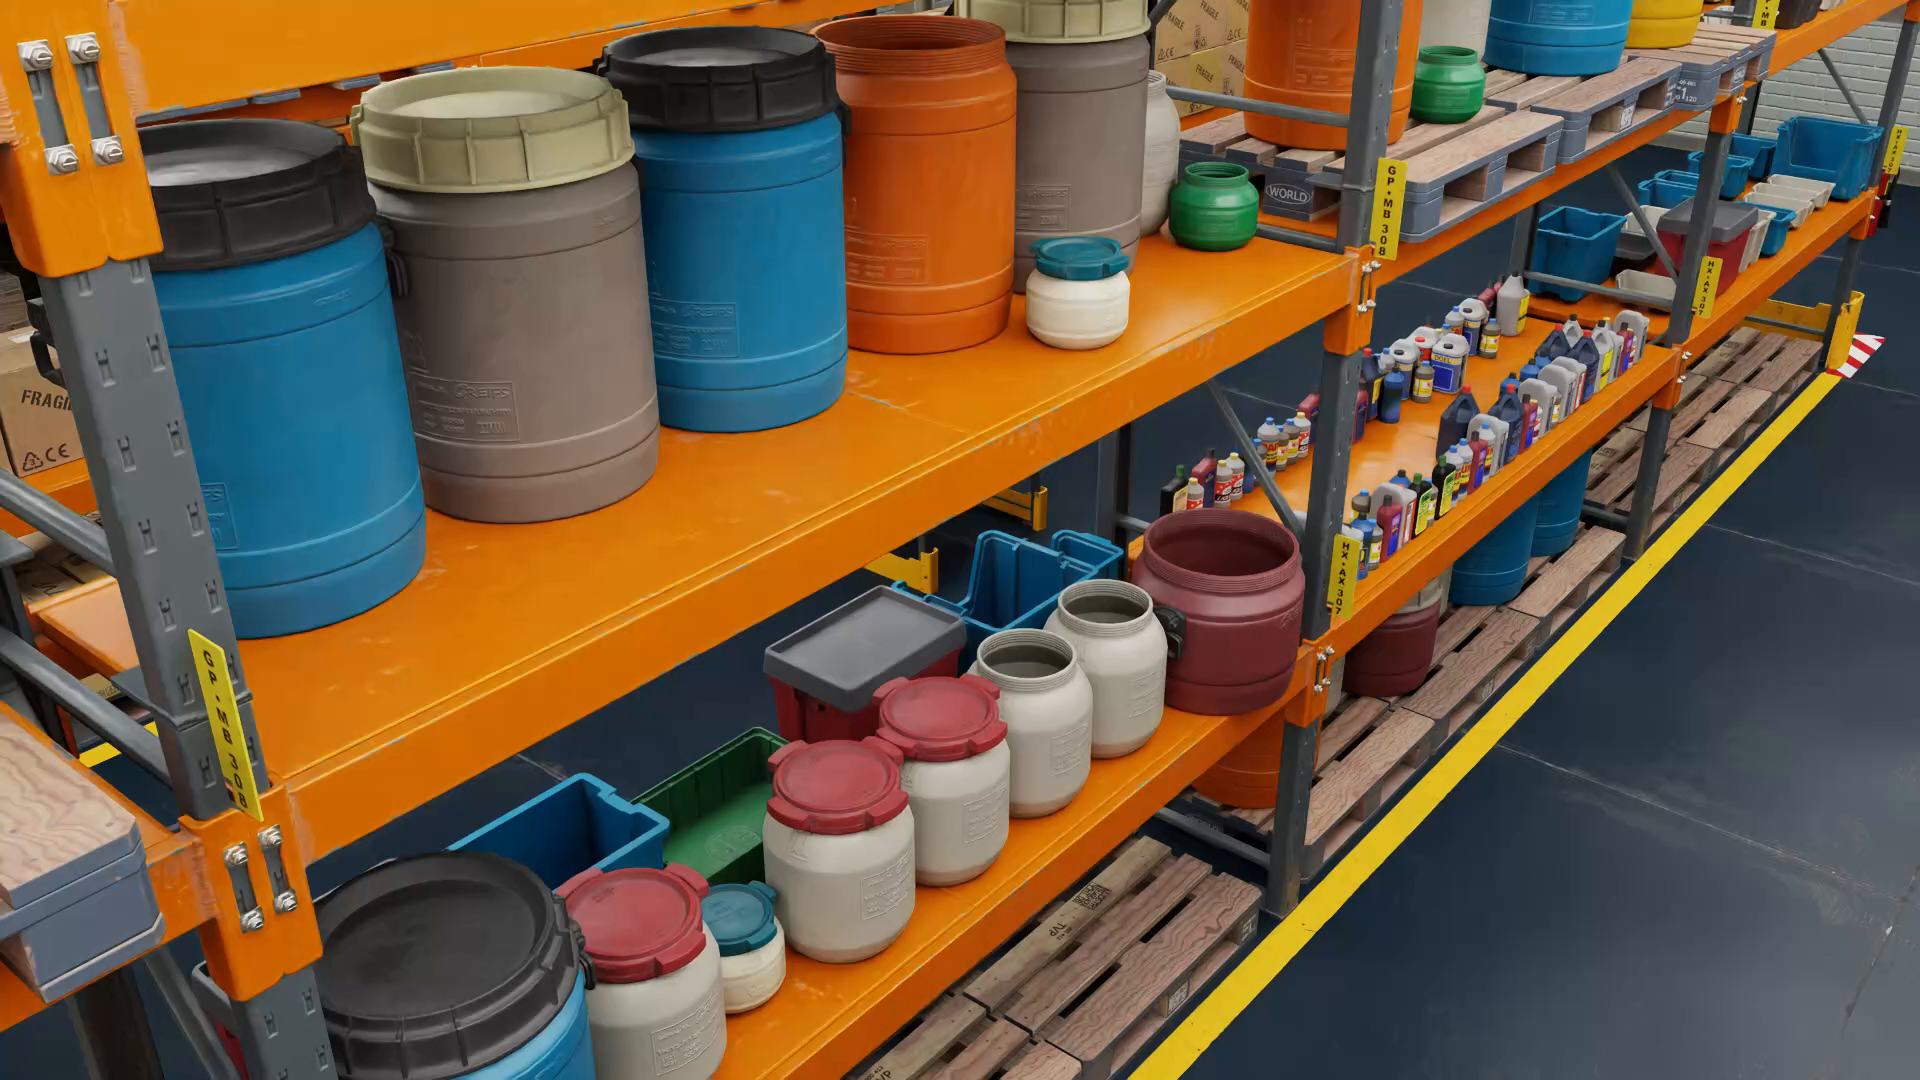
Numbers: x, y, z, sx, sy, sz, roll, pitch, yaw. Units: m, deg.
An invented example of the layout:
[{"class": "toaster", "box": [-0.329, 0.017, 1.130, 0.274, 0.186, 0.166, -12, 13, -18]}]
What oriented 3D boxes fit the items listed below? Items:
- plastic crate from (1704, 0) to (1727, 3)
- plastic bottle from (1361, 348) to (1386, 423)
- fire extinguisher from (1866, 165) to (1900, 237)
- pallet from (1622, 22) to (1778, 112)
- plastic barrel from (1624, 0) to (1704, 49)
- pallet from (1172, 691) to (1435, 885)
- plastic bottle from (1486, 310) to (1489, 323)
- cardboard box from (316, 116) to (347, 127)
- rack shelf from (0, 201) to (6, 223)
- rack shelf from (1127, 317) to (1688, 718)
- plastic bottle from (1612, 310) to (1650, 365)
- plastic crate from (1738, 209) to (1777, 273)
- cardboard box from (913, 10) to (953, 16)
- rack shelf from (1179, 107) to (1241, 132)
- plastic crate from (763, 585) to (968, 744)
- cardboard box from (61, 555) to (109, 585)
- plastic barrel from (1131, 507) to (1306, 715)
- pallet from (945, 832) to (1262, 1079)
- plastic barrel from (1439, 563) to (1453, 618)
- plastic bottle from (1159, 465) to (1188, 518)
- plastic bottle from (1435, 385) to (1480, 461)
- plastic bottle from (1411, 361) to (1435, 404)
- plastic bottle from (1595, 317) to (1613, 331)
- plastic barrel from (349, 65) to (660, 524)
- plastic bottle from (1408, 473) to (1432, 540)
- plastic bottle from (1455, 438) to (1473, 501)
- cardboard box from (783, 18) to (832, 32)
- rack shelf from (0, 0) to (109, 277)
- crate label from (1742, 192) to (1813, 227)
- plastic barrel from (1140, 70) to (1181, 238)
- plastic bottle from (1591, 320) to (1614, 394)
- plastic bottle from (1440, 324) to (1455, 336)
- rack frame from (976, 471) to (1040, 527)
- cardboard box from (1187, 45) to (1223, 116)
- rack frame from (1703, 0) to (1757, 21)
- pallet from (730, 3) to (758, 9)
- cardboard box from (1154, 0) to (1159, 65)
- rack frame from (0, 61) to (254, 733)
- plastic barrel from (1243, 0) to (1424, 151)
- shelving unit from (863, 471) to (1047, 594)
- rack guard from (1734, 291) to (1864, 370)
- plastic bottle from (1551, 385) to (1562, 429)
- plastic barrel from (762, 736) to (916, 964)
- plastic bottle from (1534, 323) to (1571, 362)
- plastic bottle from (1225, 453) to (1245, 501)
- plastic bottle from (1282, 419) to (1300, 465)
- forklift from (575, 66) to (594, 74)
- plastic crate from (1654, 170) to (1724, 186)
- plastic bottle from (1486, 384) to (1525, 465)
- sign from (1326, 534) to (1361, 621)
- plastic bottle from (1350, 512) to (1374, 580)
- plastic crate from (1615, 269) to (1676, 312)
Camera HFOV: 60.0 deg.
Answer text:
[{"class": "plastic crate", "box": [4.404, -3.370, 9.864, 0.437, 0.282, 0.530, 21, 34, 34]}, {"class": "plastic bottle", "box": [1.954, -0.758, 8.005, 0.144, 0.351, 0.185, 21, 34, 34]}, {"class": "fire extinguisher", "box": [6.498, -2.507, 11.821, 0.296, 0.674, 0.183, 21, 34, 34]}, {"class": "pallet", "box": [3.084, -2.310, 7.891, 1.213, 0.211, 1.003, 21, 34, 34]}, {"class": "plastic barrel", "box": [3.084, -2.587, 7.560, 0.600, 0.588, 0.600, 0, 27, 0]}, {"class": "pallet", "box": [1.433, 0.997, 7.593, 1.003, 0.211, 1.213, 21, 34, 34]}, {"class": "plastic bottle", "box": [2.801, -1.181, 8.984, 0.097, 0.201, 0.097, 0, 27, 0]}, {"class": "cardboard box", "box": [-5.153, -3.429, 13.366, 0.380, 0.149, 0.250, 22, 35, 36]}, {"class": "rack shelf", "box": [-7.953, -1.816, 10.780, 1.077, 0.370, 4.000, 21, 34, 34]}, {"class": "rack shelf", "box": [2.235, -0.339, 7.924, 1.077, 0.370, 4.000, 21, 34, 34]}, {"class": "plastic bottle", "box": [3.506, -1.078, 8.705, 0.152, 0.276, 0.135, 21, 34, 34]}, {"class": "plastic crate", "box": [4.621, -1.829, 10.085, 0.437, 0.282, 0.530, 21, 34, 34]}, {"class": "cardboard box", "box": [-0.190, -3.560, 12.170, 0.500, 0.500, 0.500, 21, 34, 35]}, {"class": "rack shelf", "box": [0.960, -3.206, 13.466, 1.077, 0.370, 4.000, 21, 34, 34]}, {"class": "plastic crate", "box": [-0.301, 0.506, 5.439, 0.402, 0.464, 0.583, 21, 34, 34]}, {"class": "cardboard box", "box": [-3.969, 0.186, 8.051, 0.500, 0.311, 0.500, 22, 34, 36]}, {"class": "plastic barrel", "box": [0.902, 0.243, 5.868, 0.600, 0.536, 0.708, 21, 34, 34]}, {"class": "pallet", "box": [0.441, 1.552, 6.520, 1.003, 0.211, 1.213, 21, 34, 34]}, {"class": "plastic barrel", "box": [2.270, 0.164, 8.419, 0.421, 0.512, 0.421, 0, 27, 0]}, {"class": "plastic bottle", "box": [0.891, -0.166, 6.933, 0.061, 0.283, 0.133, 21, 34, 34]}, {"class": "plastic bottle", "box": [2.272, -0.531, 7.565, 0.144, 0.351, 0.185, 21, 34, 34]}, {"class": "plastic bottle", "box": [2.291, -0.786, 8.222, 0.097, 0.201, 0.097, 0, 27, 0]}, {"class": "plastic bottle", "box": [3.398, -1.075, 8.780, 0.097, 0.201, 0.097, 0, 27, 0]}, {"class": "plastic barrel", "box": [-1.009, -0.562, 3.762, 0.600, 0.901, 0.600, 0, 27, 0]}, {"class": "plastic bottle", "box": [1.903, -0.155, 6.912, 0.061, 0.283, 0.133, 21, 34, 34]}, {"class": "plastic bottle", "box": [2.171, -0.312, 7.229, 0.097, 0.271, 0.097, 0, 27, 0]}, {"class": "cardboard box", "box": [-1.909, -5.631, 17.044, 0.980, 0.700, 0.700, 23, 35, 37]}, {"class": "rack shelf", "box": [-2.853, 0.010, 1.155, 1.077, 0.370, 4.000, 21, 34, 34]}, {"class": "crate label", "box": [5.319, -2.149, 10.861, 0.396, 0.136, 0.243, 21, 34, 34]}, {"class": "plastic barrel", "box": [0.529, -1.311, 5.633, 0.421, 0.512, 0.421, 0, 27, 0]}, {"class": "plastic bottle", "box": [3.175, -0.924, 8.326, 0.144, 0.351, 0.185, 21, 34, 34]}, {"class": "plastic bottle", "box": [2.530, -1.029, 8.692, 0.097, 0.201, 0.097, 0, 27, 0]}, {"class": "rack frame", "box": [0.269, -0.816, 9.695, 0.500, 1.500, 0.032, 21, 34, 34]}, {"class": "cardboard box", "box": [1.830, -3.856, 13.831, 0.500, 0.500, 0.500, 21, 34, 35]}, {"class": "rack frame", "box": [3.508, -4.032, 7.751, 1.000, 3.000, 0.127, 21, 34, 34]}, {"class": "pallet", "box": [-1.438, -3.486, 10.164, 1.213, 0.211, 1.003, 21, 34, 34]}, {"class": "cardboard box", "box": [1.188, -3.939, 12.902, 0.500, 0.500, 0.500, 22, 35, 36]}, {"class": "rack frame", "box": [-1.581, -1.196, 2.268, 1.000, 3.000, 0.127, 21, 34, 34]}, {"class": "plastic barrel", "box": [1.327, -1.860, 5.891, 0.600, 0.830, 0.708, 21, 34, 34]}, {"class": "shelving unit", "box": [-0.048, -0.639, 9.353, 0.587, 1.500, 1.083, 21, 34, 34]}, {"class": "rack guard", "box": [6.057, -1.688, 12.469, 1.175, 0.500, 0.348, 21, 34, 34]}, {"class": "plastic bottle", "box": [2.815, -0.640, 7.939, 0.097, 0.201, 0.097, 0, 27, 0]}, {"class": "plastic barrel", "box": [-0.337, 0.873, 4.650, 0.433, 0.535, 0.433, 0, 27, 0]}, {"class": "plastic bottle", "box": [2.947, -0.901, 8.281, 0.144, 0.351, 0.185, 21, 34, 34]}, {"class": "plastic bottle", "box": [1.188, -0.281, 7.245, 0.097, 0.201, 0.097, 0, 27, 0]}, {"class": "plastic bottle", "box": [1.497, -0.454, 7.579, 0.097, 0.201, 0.097, 0, 27, 0]}, {"class": "forklift", "box": [-3.347, -3.035, 12.426, 3.031, 2.935, 1.130, -17, 32, -30]}, {"class": "plastic crate", "box": [4.803, -2.280, 11.010, 0.416, 0.233, 0.300, 21, 34, 34]}, {"class": "plastic bottle", "box": [2.475, -0.534, 7.571, 0.144, 0.351, 0.185, 21, 34, 34]}, {"class": "sign", "box": [1.392, 0.136, 6.044, 0.100, 0.325, 0.005, 21, 34, 34]}, {"class": "plastic bottle", "box": [1.583, 0.016, 6.595, 0.097, 0.271, 0.097, 0, 27, 0]}, {"class": "plastic crate", "box": [3.914, -1.401, 9.414, 0.396, 0.136, 0.243, 21, 34, 34]}]
